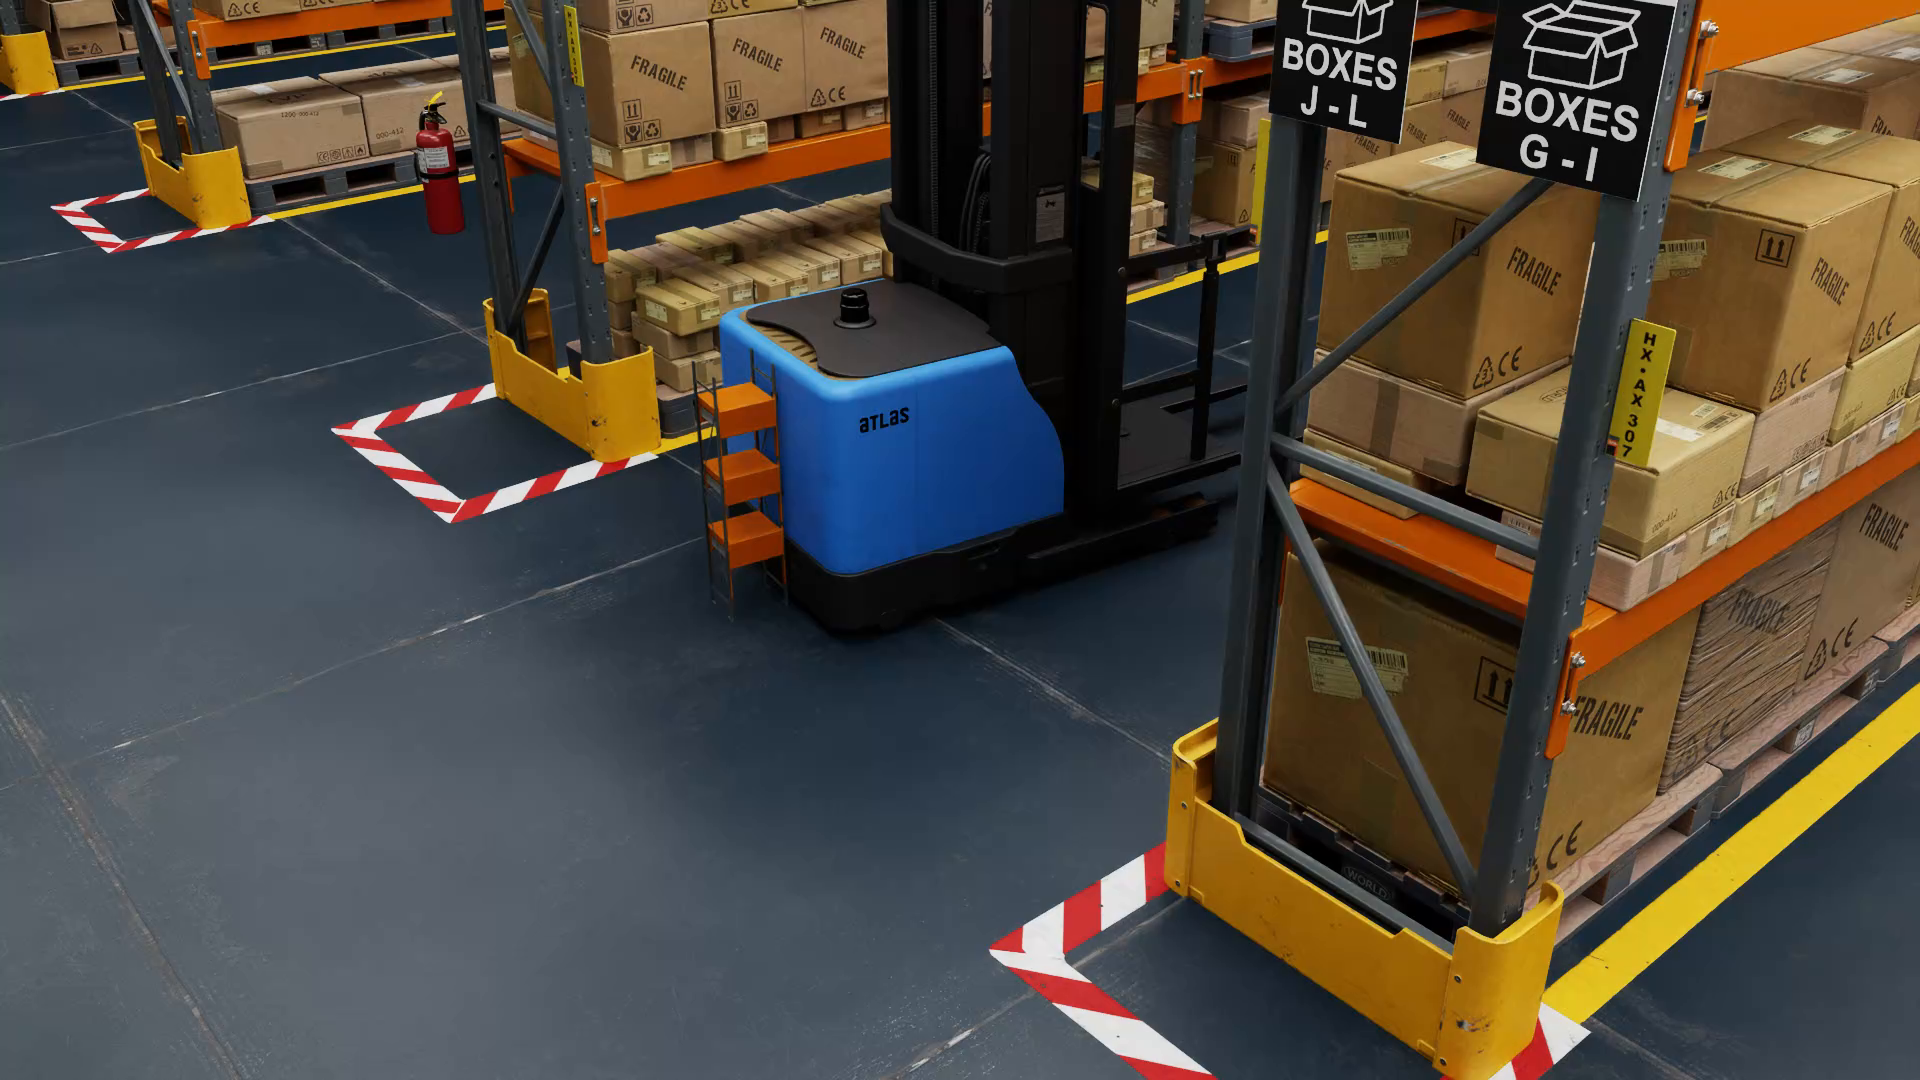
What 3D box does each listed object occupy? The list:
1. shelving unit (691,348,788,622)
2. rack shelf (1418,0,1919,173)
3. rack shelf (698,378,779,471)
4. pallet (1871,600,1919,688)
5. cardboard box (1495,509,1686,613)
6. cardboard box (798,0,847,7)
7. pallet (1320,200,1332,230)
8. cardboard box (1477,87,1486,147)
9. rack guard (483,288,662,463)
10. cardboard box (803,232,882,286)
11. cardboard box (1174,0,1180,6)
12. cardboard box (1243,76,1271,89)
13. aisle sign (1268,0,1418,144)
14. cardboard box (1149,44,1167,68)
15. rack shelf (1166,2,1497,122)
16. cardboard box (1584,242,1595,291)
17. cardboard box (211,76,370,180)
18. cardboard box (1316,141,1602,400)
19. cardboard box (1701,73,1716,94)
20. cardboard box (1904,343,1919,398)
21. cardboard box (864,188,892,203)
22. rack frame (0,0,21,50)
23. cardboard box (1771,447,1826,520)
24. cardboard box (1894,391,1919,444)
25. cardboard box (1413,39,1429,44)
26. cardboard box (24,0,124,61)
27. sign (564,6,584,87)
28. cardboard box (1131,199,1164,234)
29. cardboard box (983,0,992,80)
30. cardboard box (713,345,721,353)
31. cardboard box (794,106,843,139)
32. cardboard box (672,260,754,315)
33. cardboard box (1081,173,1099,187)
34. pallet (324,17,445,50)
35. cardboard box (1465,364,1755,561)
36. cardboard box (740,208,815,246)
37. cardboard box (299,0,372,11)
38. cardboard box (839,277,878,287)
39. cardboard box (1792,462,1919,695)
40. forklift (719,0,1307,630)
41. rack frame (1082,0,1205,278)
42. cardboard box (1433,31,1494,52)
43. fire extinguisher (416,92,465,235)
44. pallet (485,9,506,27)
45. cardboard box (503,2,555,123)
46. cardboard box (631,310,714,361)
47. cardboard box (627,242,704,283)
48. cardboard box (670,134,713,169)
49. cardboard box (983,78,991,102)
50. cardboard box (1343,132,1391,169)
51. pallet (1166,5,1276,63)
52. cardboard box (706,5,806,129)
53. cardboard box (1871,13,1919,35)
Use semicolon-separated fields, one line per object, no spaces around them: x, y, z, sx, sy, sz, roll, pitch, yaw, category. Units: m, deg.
-0.857;-0.207;6.523;0.252;1.050;0.215;-17;32;-28;shelving unit
2.666;-1.724;4.873;4.000;0.370;1.077;-22;35;-35;rack shelf
-0.857;-0.448;6.395;0.240;0.259;0.215;-17;32;-28;rack shelf
3.558;0.105;6.830;1.213;0.211;1.003;-22;35;-35;pallet
1.628;0.014;4.307;0.250;0.149;0.380;-21;35;-34;cardboard box
-0.694;-2.882;7.977;0.500;0.500;0.500;-23;36;-36;cardboard box
2.565;-2.523;11.747;1.213;0.211;1.003;-22;35;-35;pallet
3.757;-3.150;12.169;0.500;0.500;0.500;-22;35;-35;cardboard box
-1.940;-0.836;8.284;0.348;0.500;1.175;-22;35;-35;rack guard
-0.621;-1.490;8.803;0.250;0.149;0.380;-20;34;-33;cardboard box
1.218;-3.406;10.262;0.250;0.149;0.380;-23;36;-36;cardboard box
2.182;-2.848;10.807;0.500;0.250;0.500;-21;34;-34;cardboard box
0.895;-1.338;3.813;0.004;0.787;0.394;-22;35;-35;aisle sign
0.979;-2.857;9.680;0.250;0.149;0.380;-22;35;-35;cardboard box
2.566;-3.434;11.256;4.000;0.370;1.077;-22;35;-35;rack shelf
2.114;-0.725;5.268;0.500;0.250;0.500;-23;36;-37;cardboard box
-4.851;-2.952;11.865;0.875;0.438;0.875;-23;36;-37;cardboard box
1.344;-0.745;4.510;0.500;0.500;0.500;-21;35;-34;cardboard box
5.981;-4.264;13.987;0.750;0.750;1.050;-22;35;-35;cardboard box
2.854;-0.696;5.214;0.500;0.250;0.500;-23;36;-36;cardboard box
-0.344;-1.891;9.553;0.250;0.149;0.380;-24;36;-37;cardboard box
-8.512;-5.438;14.243;0.127;3.000;1.000;-22;35;-35;rack frame
2.215;-0.223;4.752;0.250;0.149;0.380;-23;35;-36;cardboard box
2.798;-0.457;5.188;0.250;0.149;0.380;-23;36;-36;cardboard box
3.020;-3.497;12.022;0.500;0.250;0.500;-22;35;-35;cardboard box
-7.986;-4.675;15.019;0.637;0.503;0.797;-24;36;-37;cardboard box
-1.646;-2.103;7.084;0.005;0.325;0.100;-22;35;-35;sign
1.011;-1.988;10.051;0.250;0.149;0.380;-21;35;-34;cardboard box
0.085;-2.755;8.801;0.500;0.500;0.500;-22;35;-35;cardboard box
-1.246;-0.998;8.515;0.250;0.149;0.380;-22;35;-35;cardboard box
-0.802;-2.145;8.347;0.250;0.149;0.380;-22;35;-35;cardboard box
-1.248;-1.272;8.395;0.250;0.149;0.380;-21;35;-34;cardboard box
0.774;-2.035;9.823;0.250;0.149;0.380;-21;35;-34;cardboard box
-5.993;-5.222;16.798;1.213;0.211;1.003;-22;35;-35;pallet
1.684;-0.221;4.325;0.500;0.250;0.500;-23;36;-36;cardboard box
-1.011;-1.698;9.193;0.250;0.149;0.380;-20;34;-33;cardboard box
-4.370;-3.912;11.282;0.500;0.500;0.500;-22;35;-36;cardboard box
-0.654;-1.368;8.890;0.250;0.149;0.380;-24;36;-37;cardboard box
2.948;-0.129;6.118;0.875;0.875;0.875;-22;35;-35;cardboard box
0.532;-1.452;6.857;3.031;2.935;1.130;-17;32;-28;forklift
1.045;-3.139;9.942;0.127;3.000;1.000;-22;35;-35;rack frame
3.738;-3.473;11.977;0.500;0.250;0.500;-23;36;-36;cardboard box
-2.489;-1.805;7.923;0.183;0.674;0.296;-22;35;-35;fire extinguisher
-4.875;-5.694;17.681;1.213;0.211;1.003;-22;35;-35;pallet
-1.823;-2.321;7.988;0.500;0.500;0.500;-21;35;-34;cardboard box
-1.433;-1.043;8.282;0.250;0.149;0.380;-20;34;-33;cardboard box
-1.532;-1.415;8.663;0.250;0.149;0.380;-21;35;-34;cardboard box
-1.372;-1.879;7.850;0.250;0.149;0.380;-20;34;-33;cardboard box
-0.016;-2.456;8.930;0.250;0.149;0.380;-23;35;-36;cardboard box
2.570;-2.680;11.290;0.500;0.500;0.500;-21;35;-34;cardboard box
1.721;-3.236;10.327;1.213;0.211;1.003;-22;35;-35;pallet
-1.087;-2.302;7.953;0.500;0.500;0.500;-22;35;-35;cardboard box
3.657;-1.671;6.242;0.500;0.500;0.500;-22;35;-35;cardboard box
